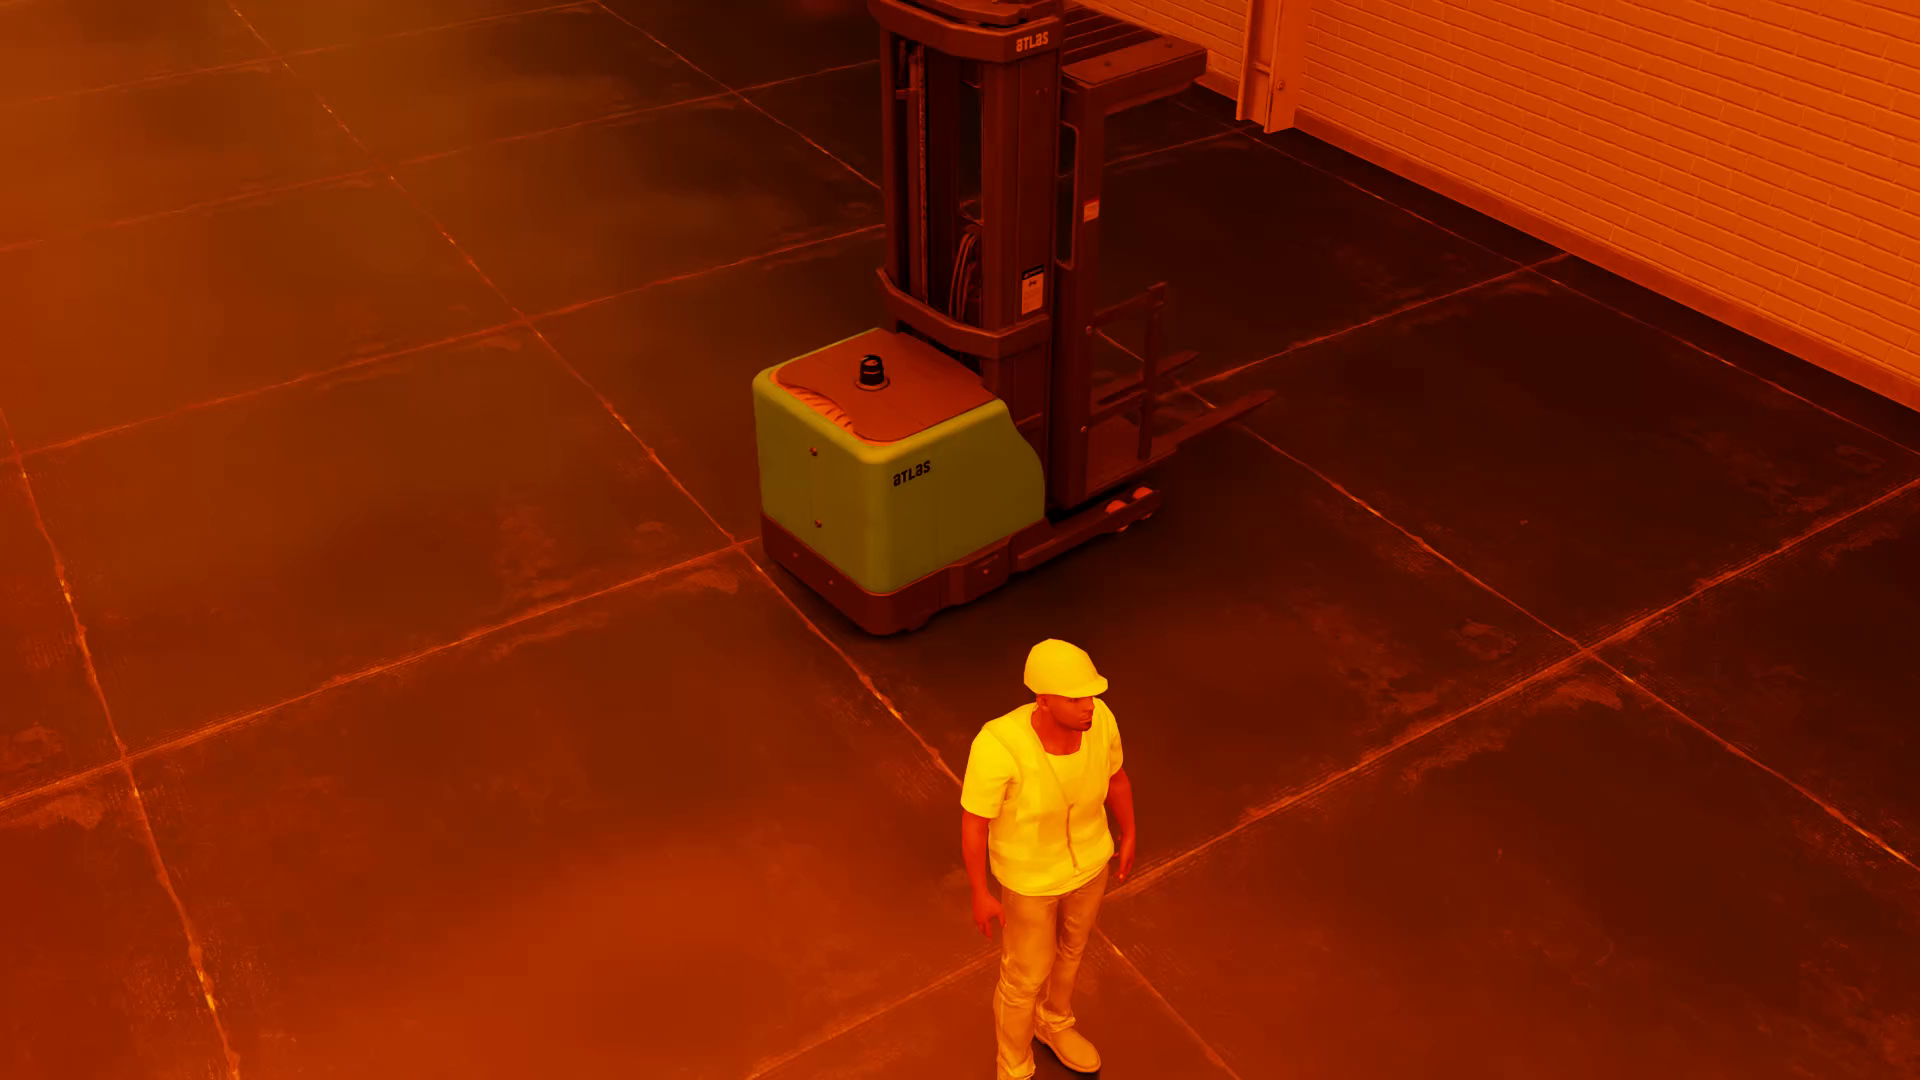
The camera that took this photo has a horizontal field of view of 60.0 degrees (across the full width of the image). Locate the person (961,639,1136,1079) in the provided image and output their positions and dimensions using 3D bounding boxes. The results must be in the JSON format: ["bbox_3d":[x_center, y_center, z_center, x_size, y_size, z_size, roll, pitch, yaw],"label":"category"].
[{"bbox_3d":[0.349,1.128,5.544,0.665,1.769,0.574,-20,40,-26],"label":"person"}]

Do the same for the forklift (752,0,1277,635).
[{"bbox_3d":[0.440,-1.449,8.210,3.031,2.935,1.130,-26,42,-32],"label":"forklift"}]
